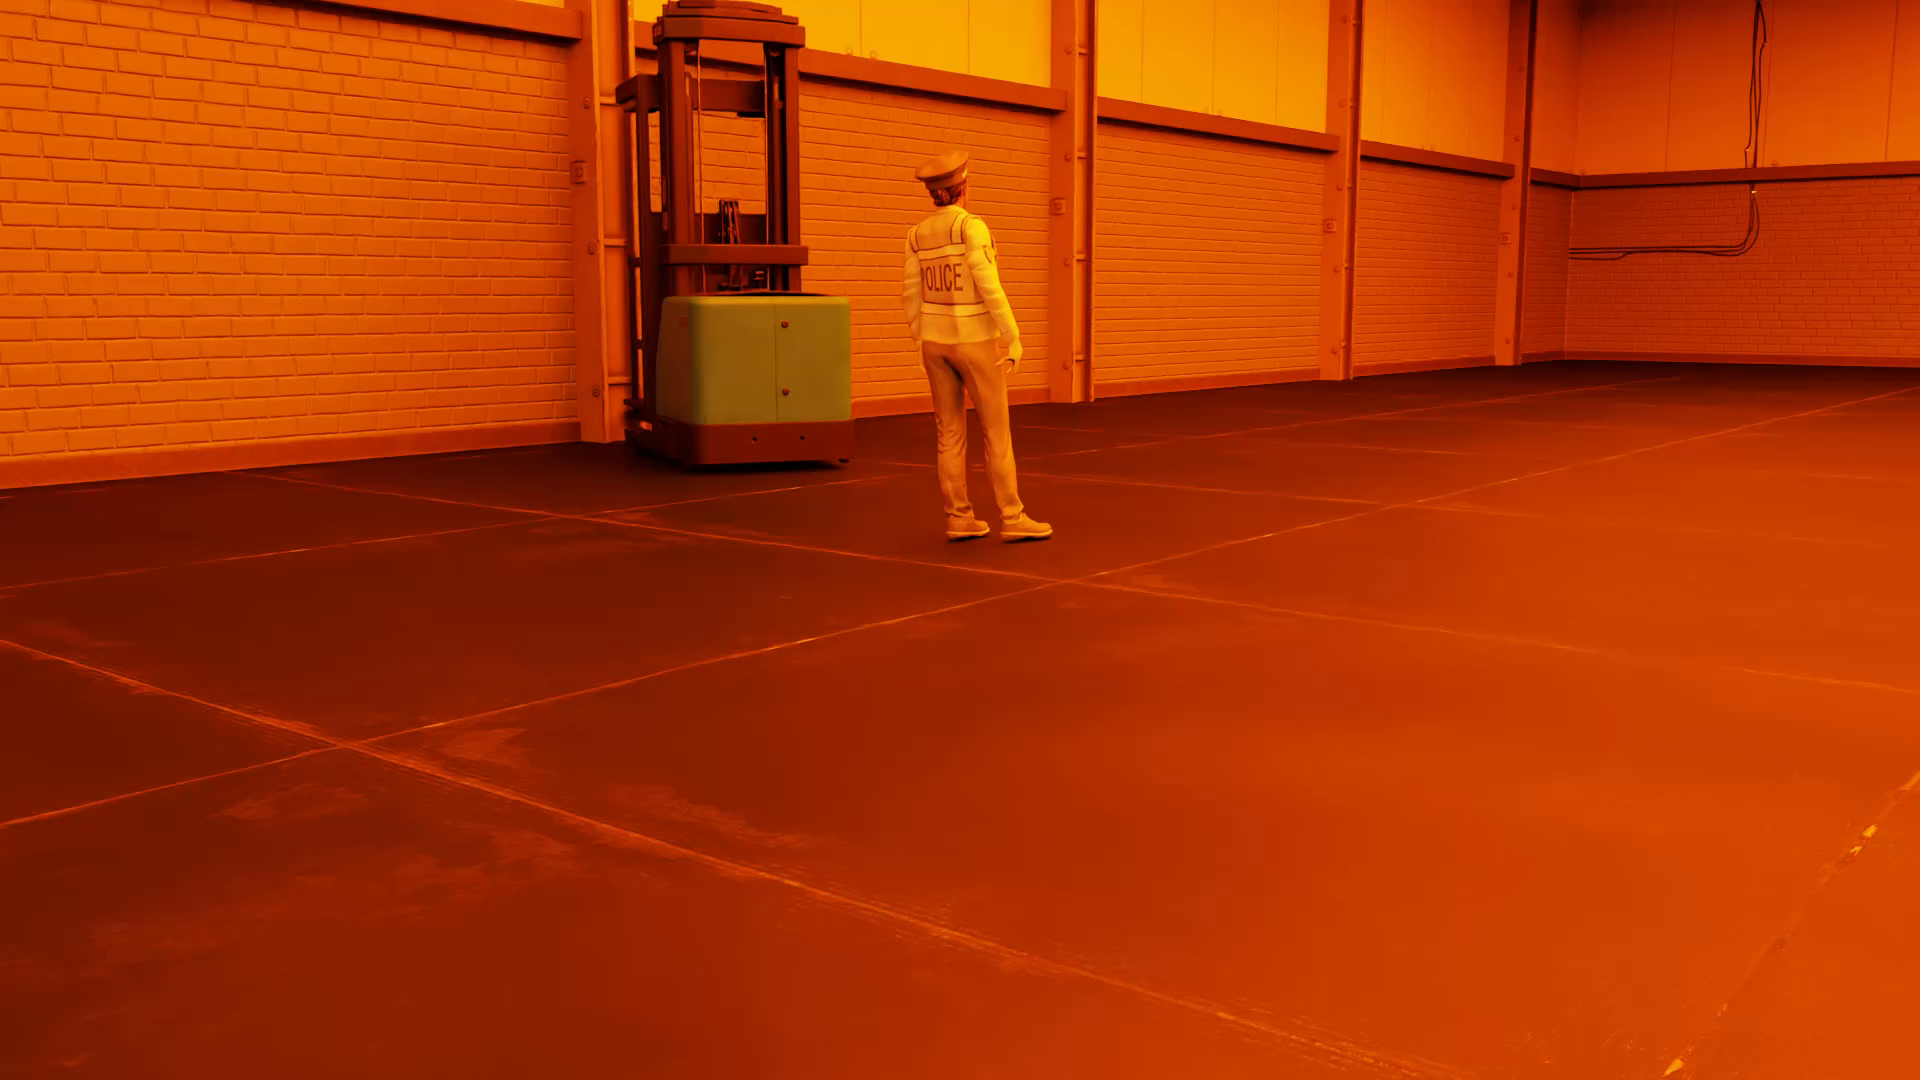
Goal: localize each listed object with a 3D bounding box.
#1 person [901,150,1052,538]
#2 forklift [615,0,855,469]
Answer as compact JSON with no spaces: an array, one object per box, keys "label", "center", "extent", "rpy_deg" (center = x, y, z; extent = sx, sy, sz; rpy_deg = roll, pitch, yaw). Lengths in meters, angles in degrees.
[{"label":"person","center":[0.051,-0.852,7.328],"extent":[0.581,1.695,0.531],"rpy_deg":[7,11,38]},{"label":"forklift","center":[-1.699,-2.060,11.356],"extent":[1.130,2.935,3.031],"rpy_deg":[-3,9,-23]}]
